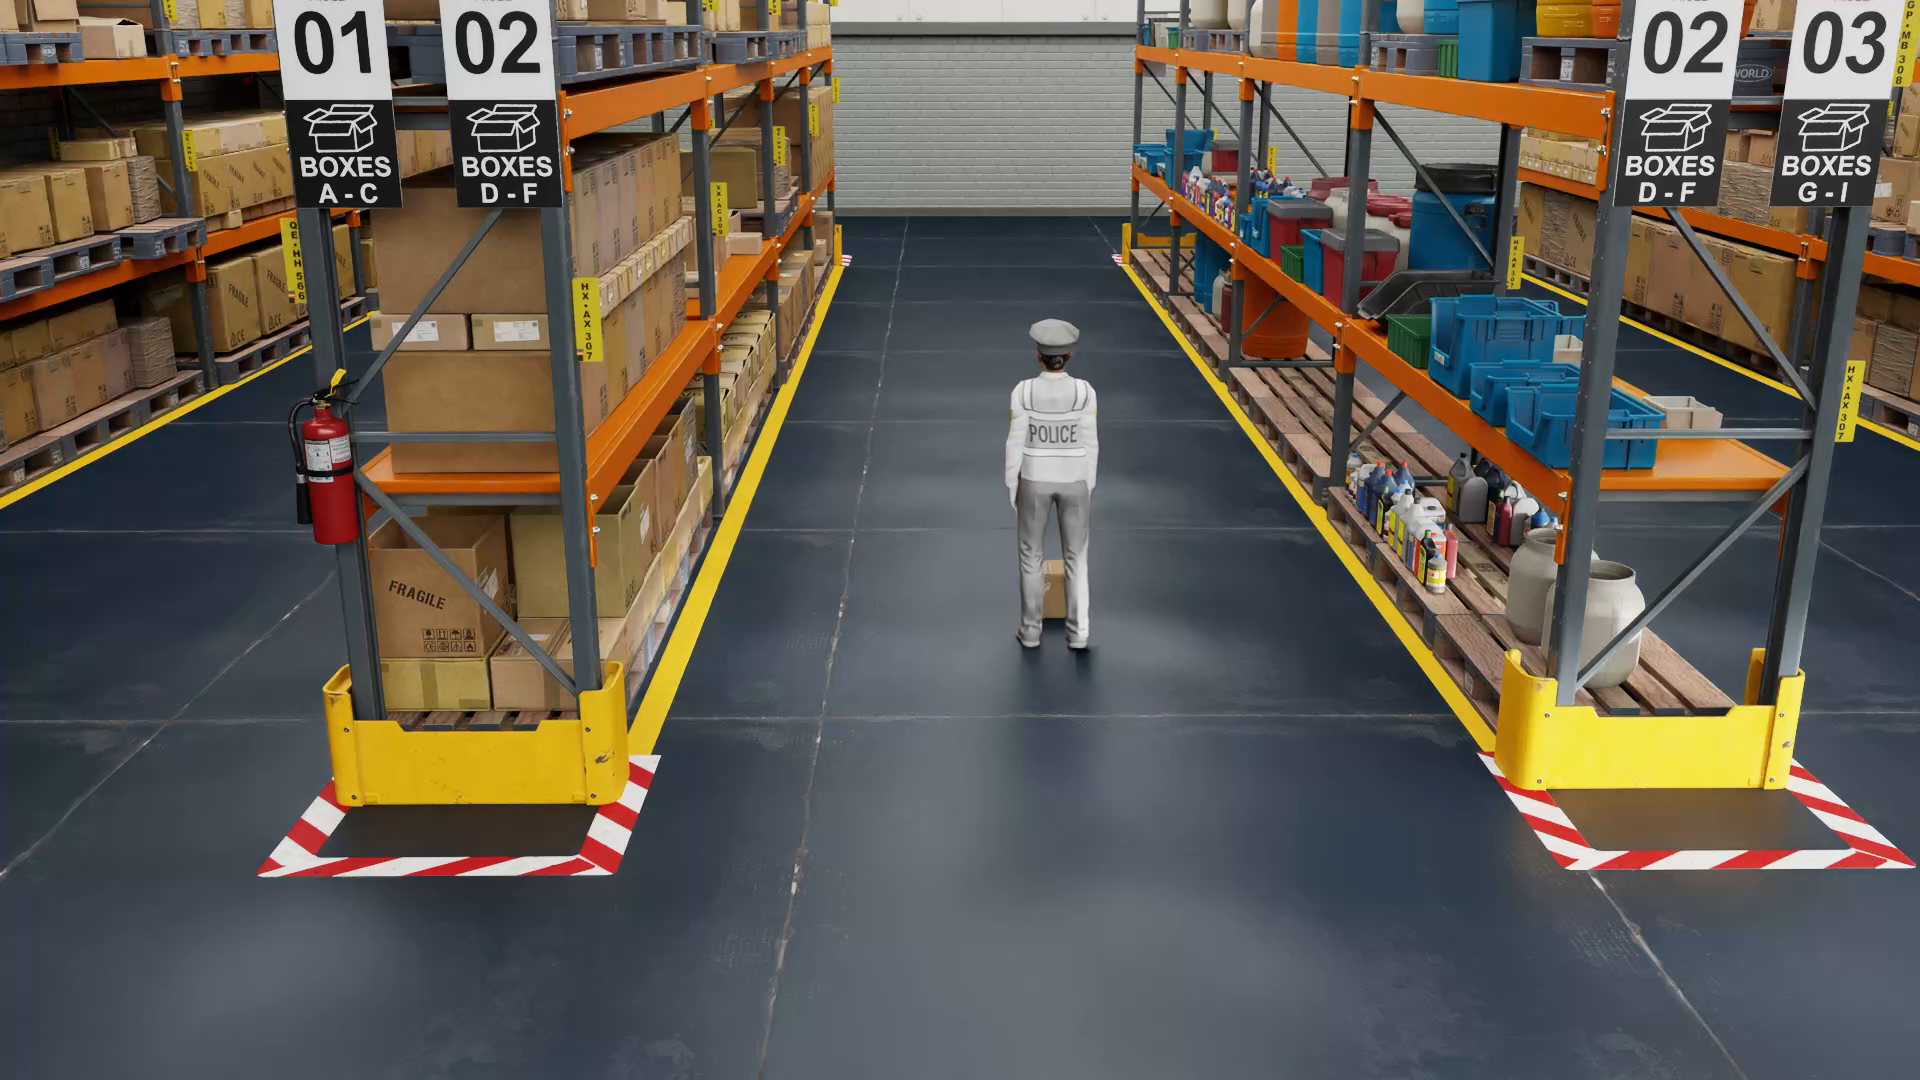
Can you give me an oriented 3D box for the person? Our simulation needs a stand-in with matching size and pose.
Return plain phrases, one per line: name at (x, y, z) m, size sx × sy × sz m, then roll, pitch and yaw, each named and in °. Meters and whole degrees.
person at (0.459, -0.264, 8.404) m, size 0.465 × 1.701 × 0.343 m, roll 0°, pitch 17°, yaw 1°
